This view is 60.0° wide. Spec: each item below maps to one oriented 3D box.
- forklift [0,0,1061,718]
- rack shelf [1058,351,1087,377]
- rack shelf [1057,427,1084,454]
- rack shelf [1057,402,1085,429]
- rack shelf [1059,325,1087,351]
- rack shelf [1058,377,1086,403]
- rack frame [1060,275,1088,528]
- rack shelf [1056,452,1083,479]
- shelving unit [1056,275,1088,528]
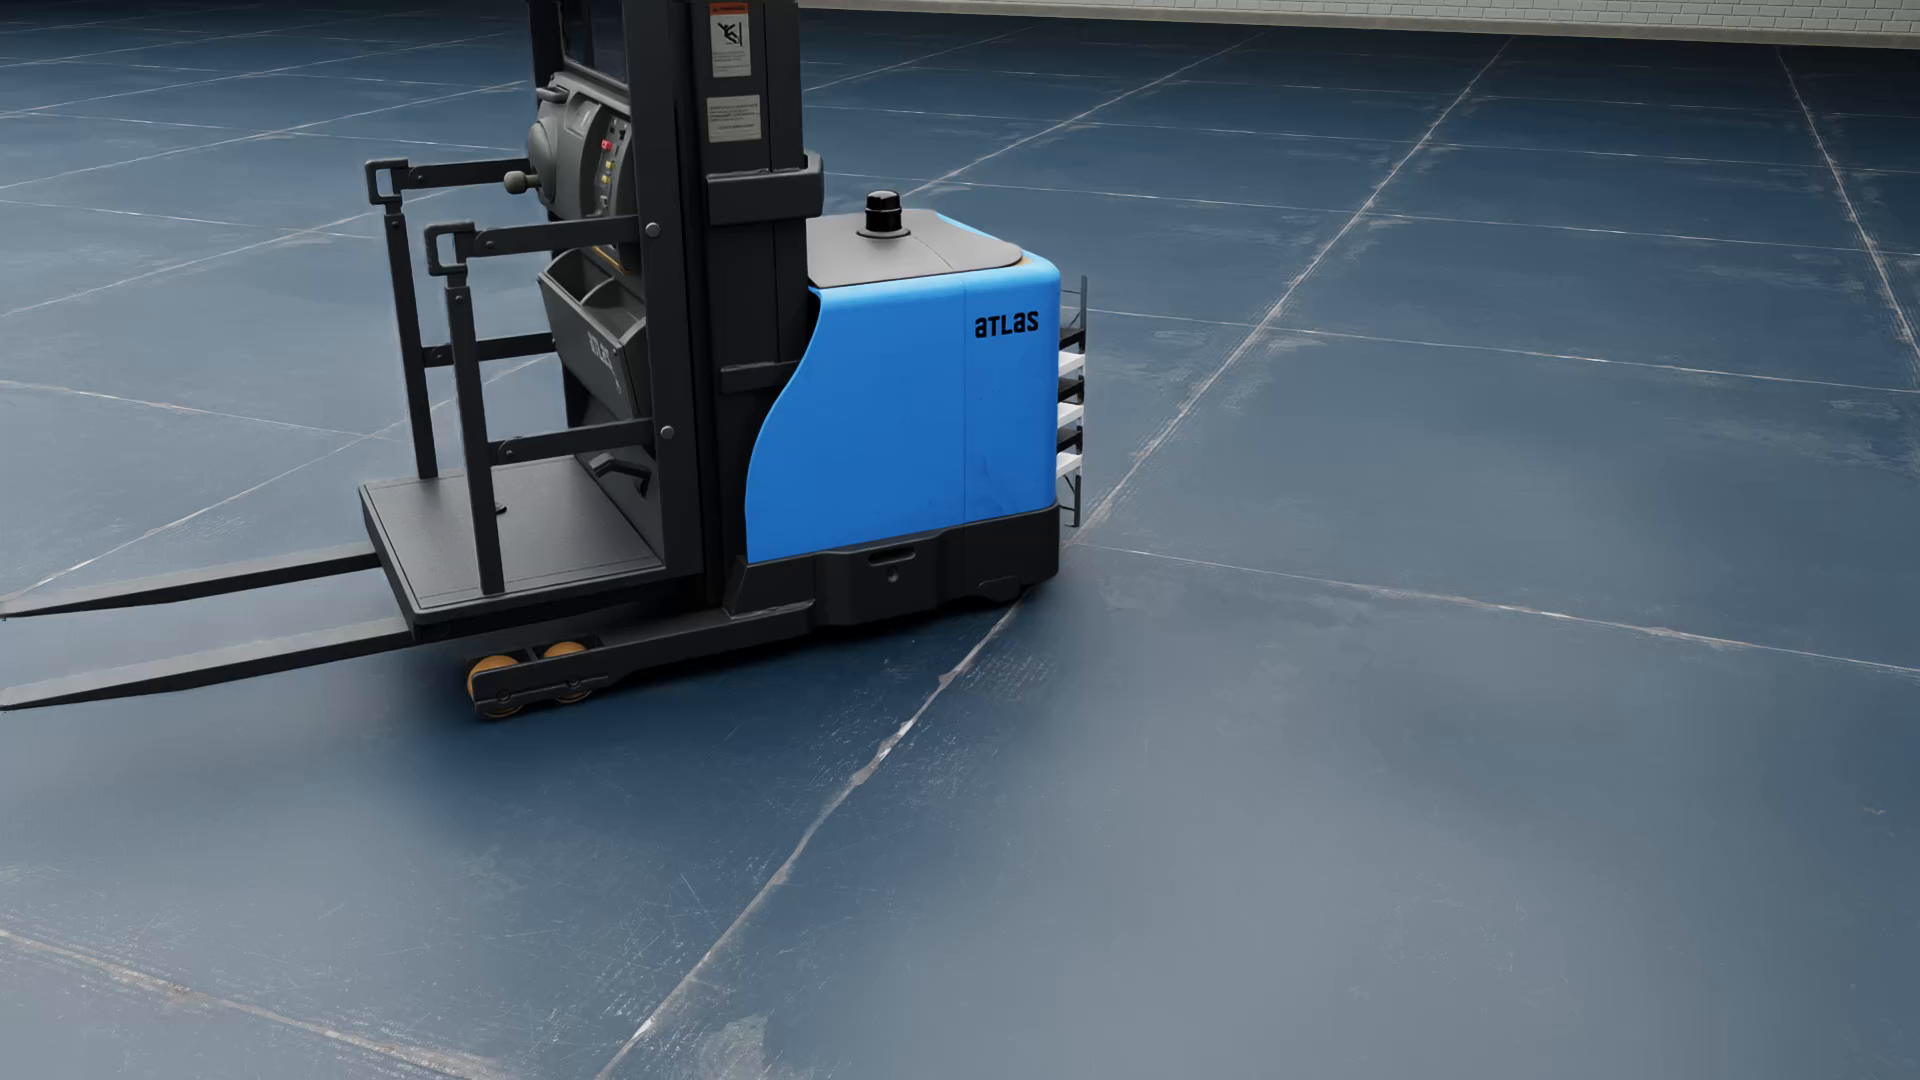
[{"bbox_3d":[-1.238,-1.096,4.571,3.031,2.935,1.130,-11,25,-24],"label":"forklift"},{"bbox_3d":[0.264,-0.586,5.605,0.258,0.077,0.200,14,27,30],"label":"rack shelf"},{"bbox_3d":[0.264,-0.337,5.709,0.258,0.077,0.200,14,27,30],"label":"rack shelf"},{"bbox_3d":[0.264,-0.420,5.674,0.258,0.077,0.200,14,27,30],"label":"rack shelf"},{"bbox_3d":[0.264,-0.669,5.570,0.258,0.077,0.200,14,27,30],"label":"rack shelf"},{"bbox_3d":[0.264,-0.503,5.639,0.258,0.077,0.200,14,27,30],"label":"rack shelf"},{"bbox_3d":[0.320,-0.483,5.739,0.240,0.900,0.006,14,27,30],"label":"rack frame"},{"bbox_3d":[0.264,-0.254,5.743,0.258,0.077,0.200,14,27,30],"label":"rack shelf"},{"bbox_3d":[0.264,-0.451,5.661,0.258,0.900,0.210,14,27,30],"label":"shelving unit"}]
